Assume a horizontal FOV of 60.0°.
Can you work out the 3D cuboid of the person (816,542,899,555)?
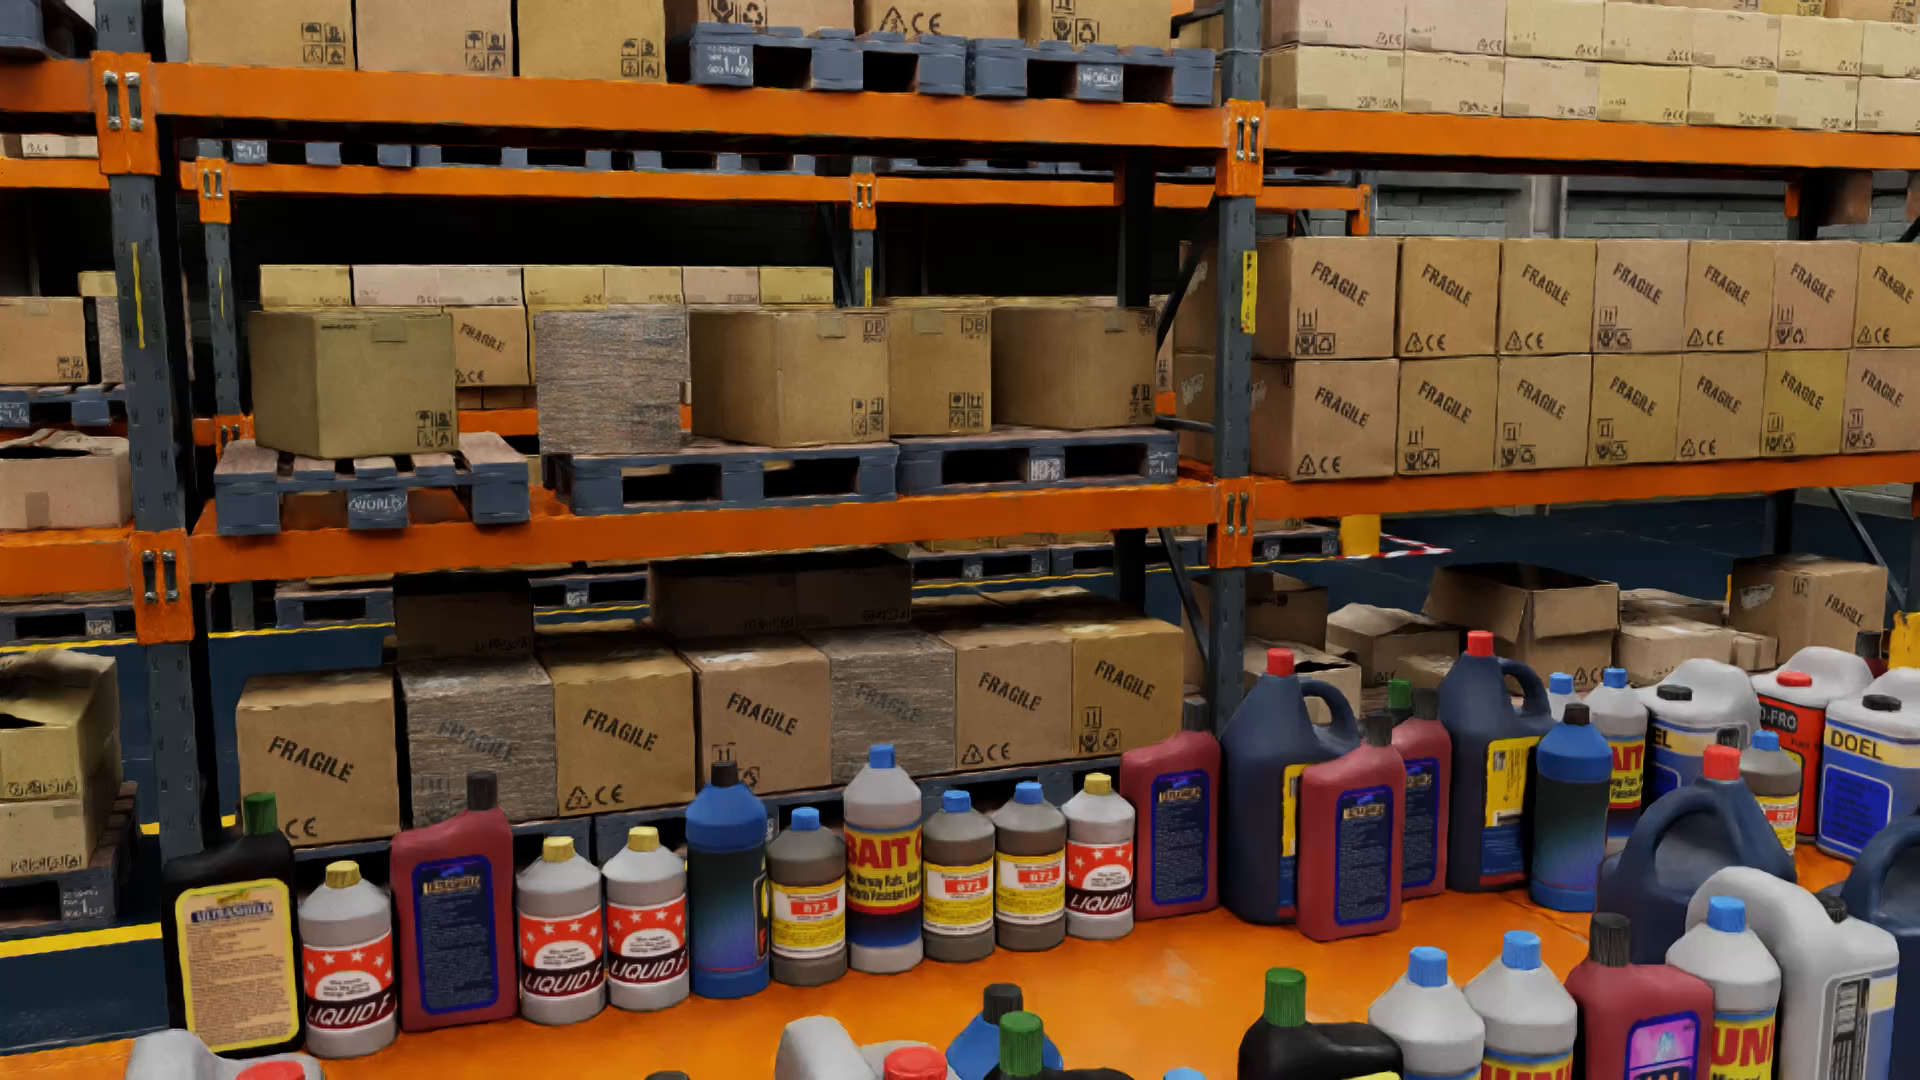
[{"bbox_3d":[-0.552,-0.036,8.460,0.572,1.555,0.666,-3,10,-21],"label":"person"}]
